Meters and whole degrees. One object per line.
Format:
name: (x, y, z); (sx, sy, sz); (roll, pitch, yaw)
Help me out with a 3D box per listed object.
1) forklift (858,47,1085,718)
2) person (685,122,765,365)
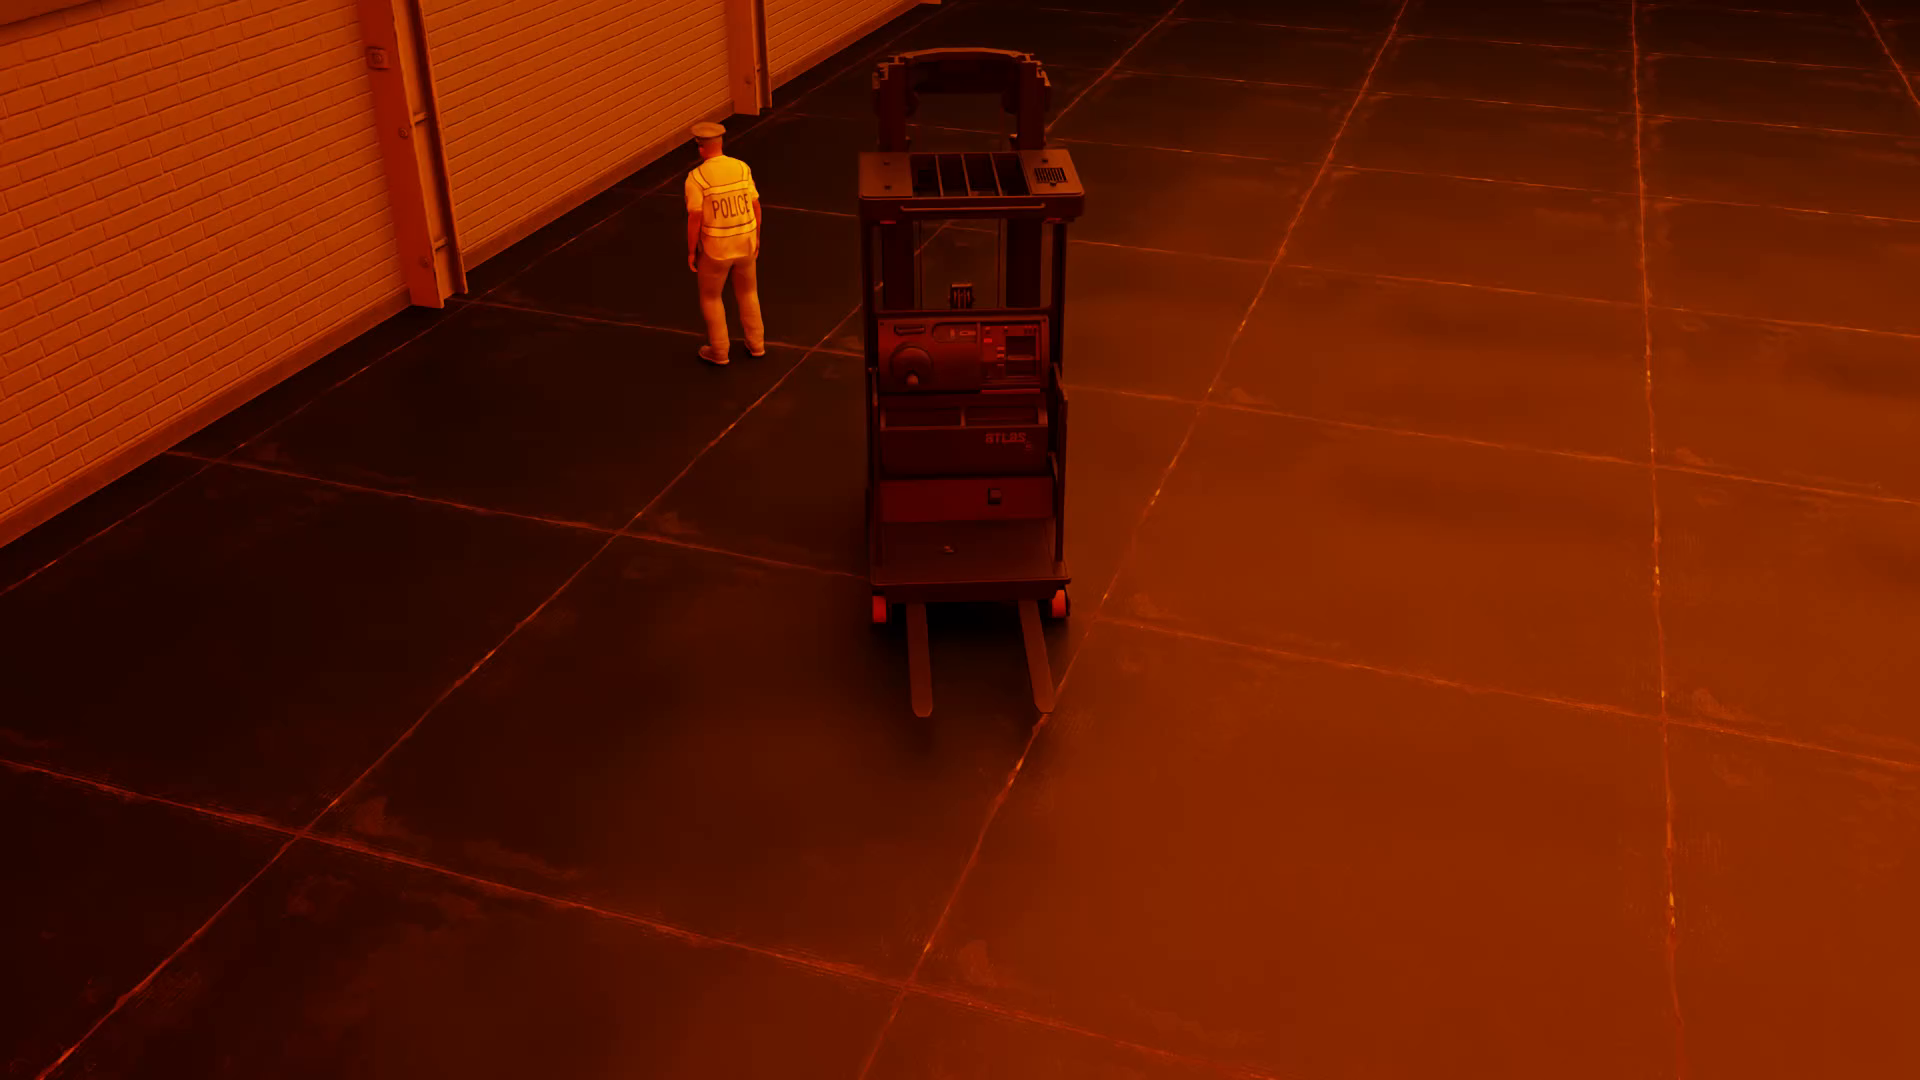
forklift: (0.035, -0.972, 8.842); (1.130, 2.935, 3.031); (-2, 30, -3)
person: (-1.703, -2.128, 12.064); (0.592, 1.746, 0.442); (-18, 34, -28)
